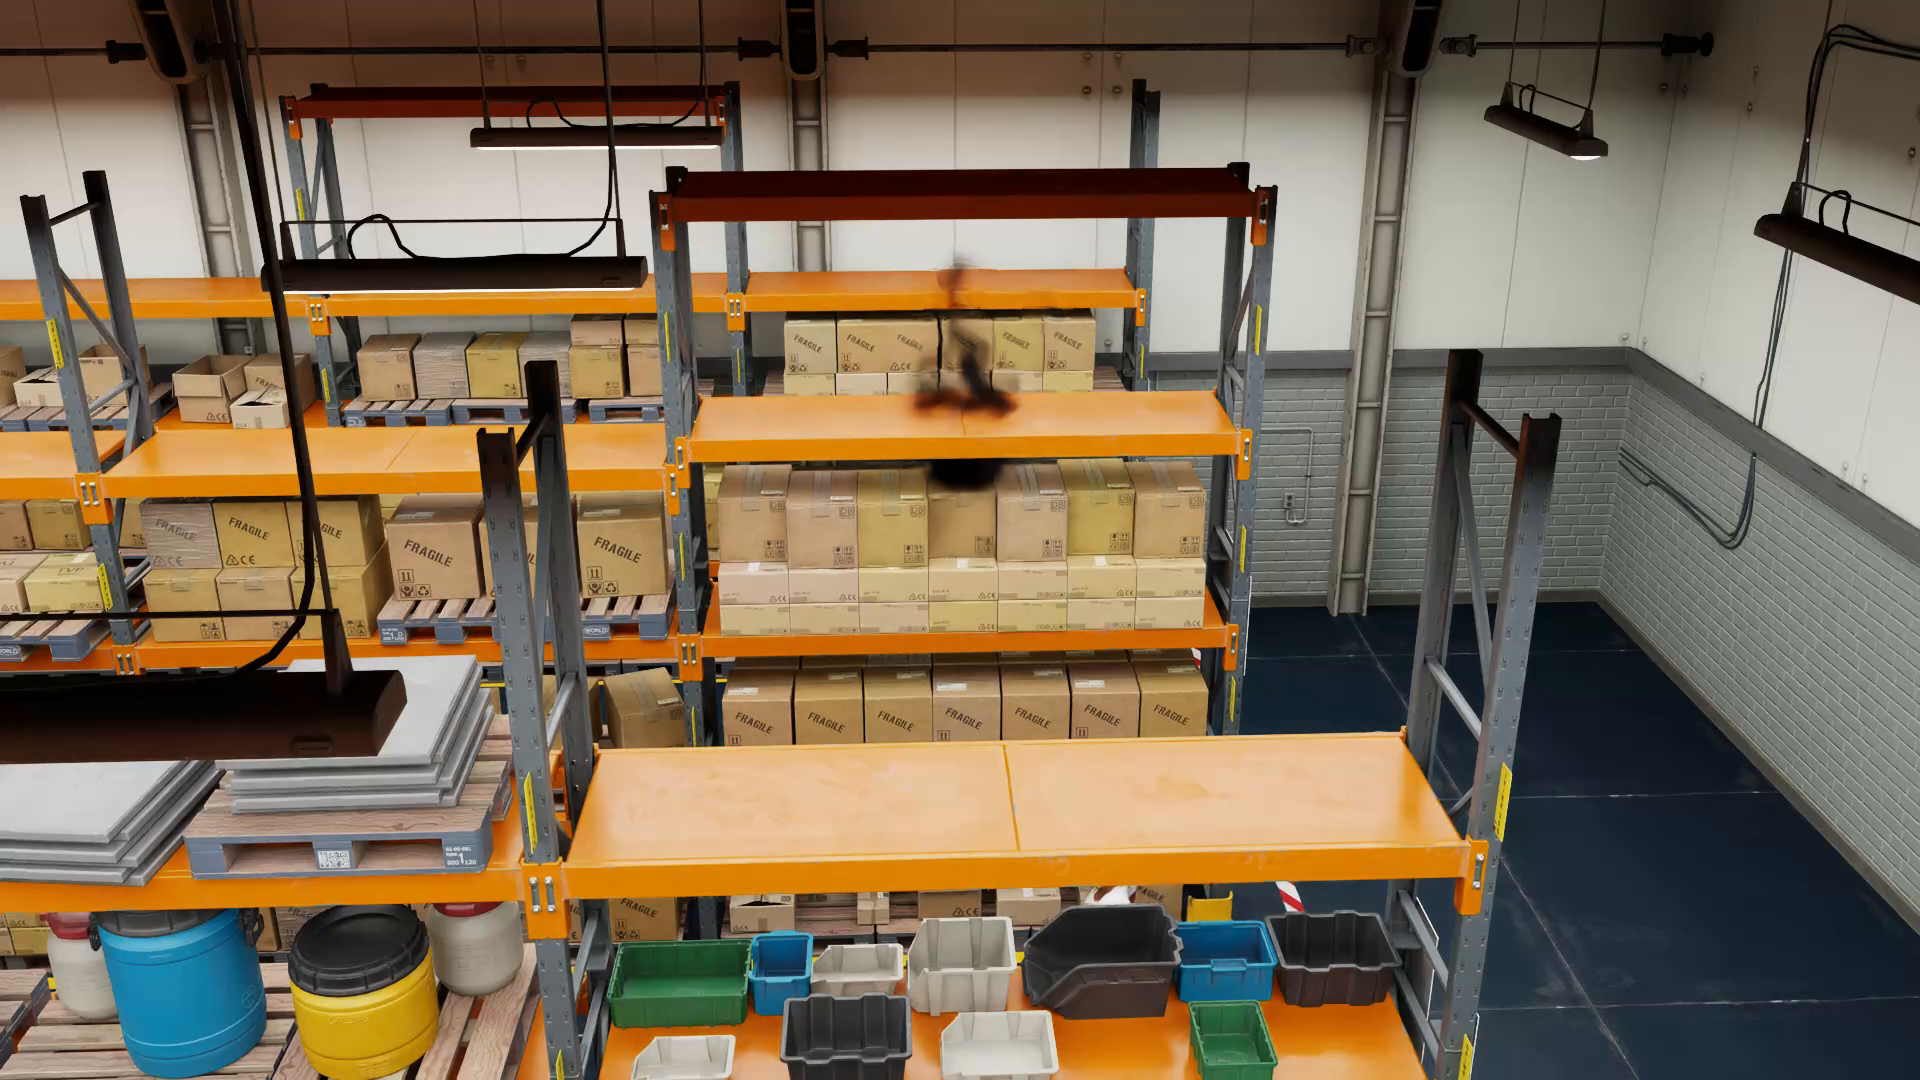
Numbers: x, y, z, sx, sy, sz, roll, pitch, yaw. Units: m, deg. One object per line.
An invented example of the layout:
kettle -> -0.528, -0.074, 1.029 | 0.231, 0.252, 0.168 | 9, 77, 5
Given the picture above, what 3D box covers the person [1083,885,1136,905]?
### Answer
person -> 1.056, 2.954, 11.555 | 0.776, 1.823, 0.695 | -4, 22, -9
